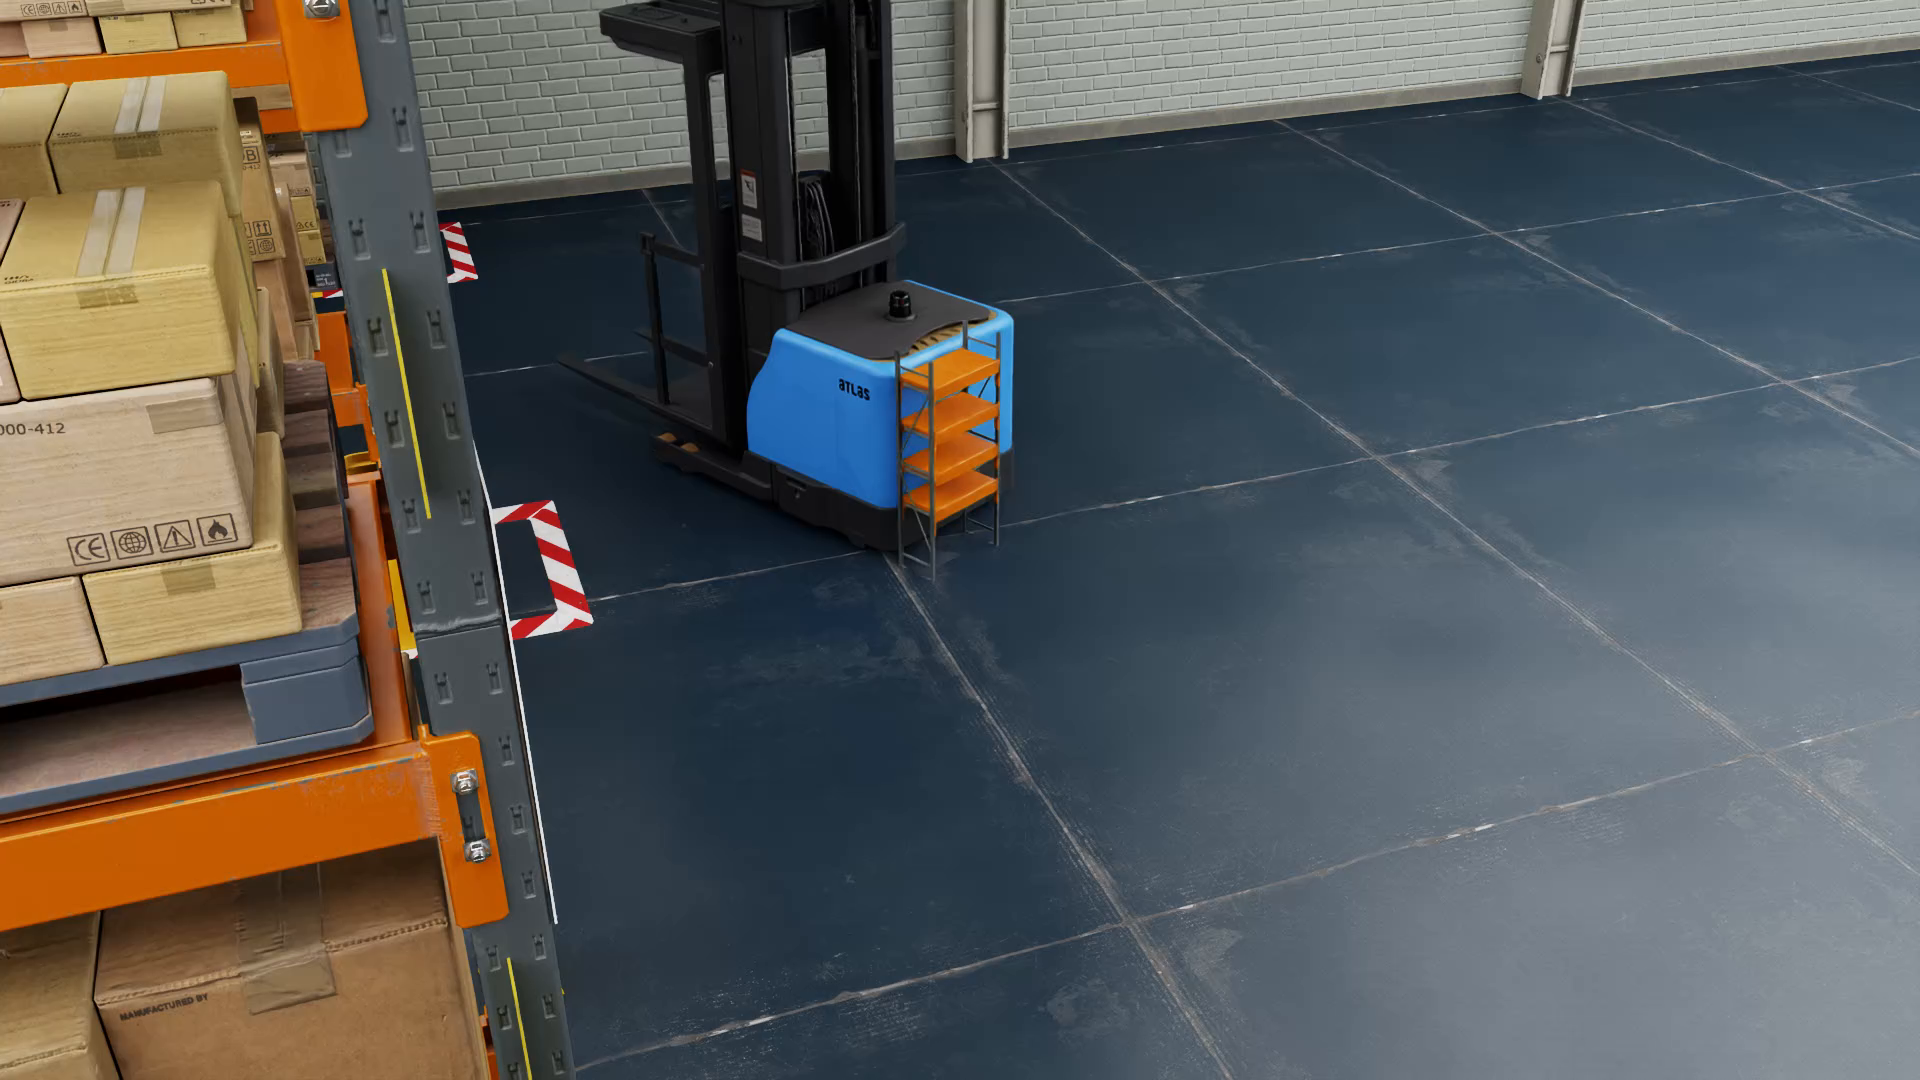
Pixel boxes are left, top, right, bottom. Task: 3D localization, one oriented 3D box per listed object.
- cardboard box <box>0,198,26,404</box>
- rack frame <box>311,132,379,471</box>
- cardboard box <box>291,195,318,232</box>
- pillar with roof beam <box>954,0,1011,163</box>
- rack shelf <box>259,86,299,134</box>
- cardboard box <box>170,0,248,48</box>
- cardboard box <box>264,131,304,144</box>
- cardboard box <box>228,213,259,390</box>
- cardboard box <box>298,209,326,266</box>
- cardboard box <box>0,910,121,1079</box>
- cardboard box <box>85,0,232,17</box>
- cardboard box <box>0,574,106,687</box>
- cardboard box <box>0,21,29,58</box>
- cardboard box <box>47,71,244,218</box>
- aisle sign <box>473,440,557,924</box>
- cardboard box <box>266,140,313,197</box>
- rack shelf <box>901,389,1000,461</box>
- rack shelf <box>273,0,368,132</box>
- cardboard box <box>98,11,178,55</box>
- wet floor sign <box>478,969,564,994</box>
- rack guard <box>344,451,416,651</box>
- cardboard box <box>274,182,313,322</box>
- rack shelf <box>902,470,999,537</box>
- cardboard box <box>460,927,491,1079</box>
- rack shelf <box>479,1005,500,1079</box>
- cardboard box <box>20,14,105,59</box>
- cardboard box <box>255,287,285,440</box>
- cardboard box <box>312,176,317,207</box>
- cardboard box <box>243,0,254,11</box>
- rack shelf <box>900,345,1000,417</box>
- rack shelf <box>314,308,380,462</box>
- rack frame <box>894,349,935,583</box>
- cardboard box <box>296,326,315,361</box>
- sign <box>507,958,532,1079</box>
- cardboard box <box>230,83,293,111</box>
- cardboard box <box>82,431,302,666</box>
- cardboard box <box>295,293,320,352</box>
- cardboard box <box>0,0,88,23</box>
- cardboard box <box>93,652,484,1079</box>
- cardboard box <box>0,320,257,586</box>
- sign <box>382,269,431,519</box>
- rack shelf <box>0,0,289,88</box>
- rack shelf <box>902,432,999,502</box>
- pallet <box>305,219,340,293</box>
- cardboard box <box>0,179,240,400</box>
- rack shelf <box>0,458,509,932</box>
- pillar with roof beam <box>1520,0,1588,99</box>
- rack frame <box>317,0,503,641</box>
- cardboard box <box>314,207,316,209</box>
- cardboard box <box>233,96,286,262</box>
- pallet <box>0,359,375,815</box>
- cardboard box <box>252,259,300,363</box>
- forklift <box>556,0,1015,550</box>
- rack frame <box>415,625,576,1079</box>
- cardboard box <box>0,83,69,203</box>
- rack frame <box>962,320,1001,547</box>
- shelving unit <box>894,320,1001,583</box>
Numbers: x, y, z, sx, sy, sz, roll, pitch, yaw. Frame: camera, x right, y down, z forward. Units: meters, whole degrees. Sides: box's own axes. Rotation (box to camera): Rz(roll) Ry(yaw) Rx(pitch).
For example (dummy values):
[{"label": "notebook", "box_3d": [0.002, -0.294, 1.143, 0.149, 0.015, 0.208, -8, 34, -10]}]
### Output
[{"label": "cardboard box", "box_3d": [-1.344, -0.301, 2.141, 0.250, 0.149, 0.380, -10, 31, -17]}, {"label": "rack frame", "box_3d": [-2.733, -1.071, 7.600, 0.127, 3.000, 1.000, -10, 31, -18]}, {"label": "cardboard box", "box_3d": [-4.814, -2.350, 11.692, 0.500, 0.250, 0.500, -11, 31, -18]}, {"label": "pillar with roof beam", "box_3d": [1.691, -5.317, 8.991, 0.400, 9.000, 9.100, -10, 31, -18]}, {"label": "rack shelf", "box_3d": [-6.341, -2.716, 11.213, 4.000, 0.370, 1.077, -10, 31, -18]}, {"label": "cardboard box", "box_3d": [-2.969, -2.074, 6.584, 0.250, 0.149, 0.380, -10, 31, -17]}, {"label": "cardboard box", "box_3d": [-4.983, -2.801, 11.979, 0.500, 0.250, 0.500, -11, 31, -18]}, {"label": "cardboard box", "box_3d": [-1.454, -0.421, 2.755, 0.500, 0.250, 0.500, -11, 31, -18]}, {"label": "cardboard box", "box_3d": [-4.797, -2.134, 11.818, 0.500, 0.250, 0.500, -10, 31, -17]}, {"label": "cardboard box", "box_3d": [-1.756, 0.857, 2.973, 0.550, 0.550, 0.875, -10, 31, -18]}, {"label": "cardboard box", "box_3d": [-3.118, -2.225, 6.447, 0.500, 0.250, 0.500, -11, 31, -18]}, {"label": "cardboard box", "box_3d": [-1.342, 0.045, 2.338, 0.250, 0.149, 0.380, -10, 31, -17]}, {"label": "cardboard box", "box_3d": [-3.713, -1.973, 6.407, 0.250, 0.149, 0.380, -10, 31, -17]}, {"label": "cardboard box", "box_3d": [-1.336, -0.649, 2.751, 0.250, 0.149, 0.380, -10, 31, -17]}, {"label": "aisle sign", "box_3d": [-0.741, 0.205, 2.734, 0.004, 0.787, 0.394, -10, 31, -18]}, {"label": "cardboard box", "box_3d": [-4.790, -2.572, 11.577, 0.500, 0.250, 0.500, -9, 31, -16]}, {"label": "rack shelf", "box_3d": [-0.056, -0.574, 8.230, 0.258, 0.148, 0.480, 24, 37, 35]}, {"label": "rack shelf", "box_3d": [-2.786, -0.567, 1.786, 4.000, 0.370, 1.077, -10, 31, -18]}, {"label": "cardboard box", "box_3d": [-3.191, -2.016, 6.482, 0.250, 0.149, 0.380, -10, 31, -17]}, {"label": "wet floor sign", "box_3d": [-1.575, 1.307, 5.804, 0.232, 0.644, 0.267, -16, 33, -26]}, {"label": "rack guard", "box_3d": [-2.804, 0.028, 8.196, 0.348, 0.500, 1.175, -10, 31, -18]}, {"label": "cardboard box", "box_3d": [-3.273, -1.291, 7.584, 0.500, 0.500, 0.500, -11, 31, -18]}, {"label": "rack shelf", "box_3d": [-0.056, -0.207, 8.439, 0.258, 0.148, 0.480, 24, 37, 35]}, {"label": "cardboard box", "box_3d": [-1.244, 1.228, 3.413, 0.550, 0.550, 0.875, -10, 31, -18]}, {"label": "rack shelf", "box_3d": [-2.786, 1.866, 3.172, 4.000, 0.370, 1.077, -10, 31, -18]}, {"label": "cardboard box", "box_3d": [-3.452, -1.986, 6.429, 0.250, 0.149, 0.380, -9, 31, -16]}, {"label": "cardboard box", "box_3d": [-1.345, -0.302, 2.948, 0.250, 0.149, 0.380, -10, 31, -17]}, {"label": "cardboard box", "box_3d": [-4.980, -2.594, 12.121, 0.500, 0.250, 0.500, -10, 31, -17]}, {"label": "cardboard box", "box_3d": [-3.157, -2.359, 7.084, 0.250, 0.149, 0.380, -10, 31, -18]}, {"label": "rack shelf", "box_3d": [-0.055, -0.780, 8.113, 0.258, 0.148, 0.480, 24, 37, 35]}, {"label": "rack shelf", "box_3d": [-4.607, -0.414, 7.172, 4.000, 0.370, 1.077, -10, 31, -18]}, {"label": "rack frame", "box_3d": [-0.218, -0.348, 8.149, 0.240, 1.200, 0.015, 24, 37, 35]}, {"label": "cardboard box", "box_3d": [-3.008, -0.798, 7.375, 0.250, 0.149, 0.380, -9, 31, -16]}, {"label": "sign", "box_3d": [-0.736, 0.856, 2.809, 0.005, 0.325, 0.100, -10, 31, -18]}, {"label": "cardboard box", "box_3d": [-4.837, -3.210, 11.254, 0.500, 0.500, 0.500, -11, 32, -19]}, {"label": "cardboard box", "box_3d": [-1.105, 0.002, 2.414, 0.250, 0.149, 0.380, -11, 31, -18]}, {"label": "cardboard box", "box_3d": [-3.123, -1.000, 7.728, 0.250, 0.149, 0.380, -10, 31, -17]}, {"label": "cardboard box", "box_3d": [-3.595, -2.145, 6.306, 0.500, 0.250, 0.500, -11, 31, -18]}, {"label": "cardboard box", "box_3d": [-1.273, 0.720, 3.215, 0.550, 0.550, 0.875, -10, 31, -18]}, {"label": "cardboard box", "box_3d": [-1.273, -0.171, 2.316, 0.500, 0.250, 0.500, -10, 31, -17]}, {"label": "sign", "box_3d": [-0.736, -0.192, 2.212, 0.005, 0.325, 0.100, -10, 31, -18]}, {"label": "rack shelf", "box_3d": [-4.607, -1.717, 6.430, 4.000, 0.370, 1.077, -10, 31, -18]}, {"label": "rack shelf", "box_3d": [-0.056, -0.380, 8.341, 0.258, 0.148, 0.480, 24, 37, 35]}, {"label": "pallet", "box_3d": [-5.169, -2.011, 12.066, 1.213, 0.211, 1.003, -10, 31, -18]}, {"label": "cardboard box", "box_3d": [-1.109, -0.343, 2.215, 0.250, 0.149, 0.380, -10, 31, -17]}, {"label": "rack shelf", "box_3d": [-2.786, 0.562, 2.429, 4.000, 0.370, 1.077, -10, 31, -18]}, {"label": "pillar with roof beam", "box_3d": [7.314, -6.352, 10.809, 0.400, 9.000, 9.100, -10, 31, -18]}, {"label": "rack frame", "box_3d": [-0.912, -1.399, 2.115, 0.127, 3.000, 1.000, -10, 31, -18]}, {"label": "cardboard box", "box_3d": [-4.995, -2.367, 12.228, 0.500, 0.250, 0.500, -10, 31, -17]}, {"label": "cardboard box", "box_3d": [-3.135, -1.489, 6.922, 0.500, 0.500, 0.700, -11, 32, -19]}, {"label": "pallet", "box_3d": [-1.603, 0.076, 2.646, 1.213, 0.211, 1.003, -10, 31, -18]}, {"label": "cardboard box", "box_3d": [-3.145, -1.023, 7.113, 0.500, 0.500, 0.500, -11, 31, -19]}, {"label": "forklift", "box_3d": [-1.141, -1.826, 8.994, 3.031, 2.935, 1.130, 24, 37, 35]}, {"label": "rack frame", "box_3d": [-0.912, 1.208, 3.600, 0.127, 3.000, 1.000, -10, 31, -18]}, {"label": "cardboard box", "box_3d": [-1.571, -0.606, 2.676, 0.250, 0.149, 0.380, -10, 31, -17]}, {"label": "rack frame", "box_3d": [0.107, -0.528, 8.465, 0.240, 1.200, 0.015, 24, 37, 35]}, {"label": "shelving unit", "box_3d": [-0.056, -0.438, 8.307, 0.258, 1.200, 0.503, 24, 37, 35]}]
